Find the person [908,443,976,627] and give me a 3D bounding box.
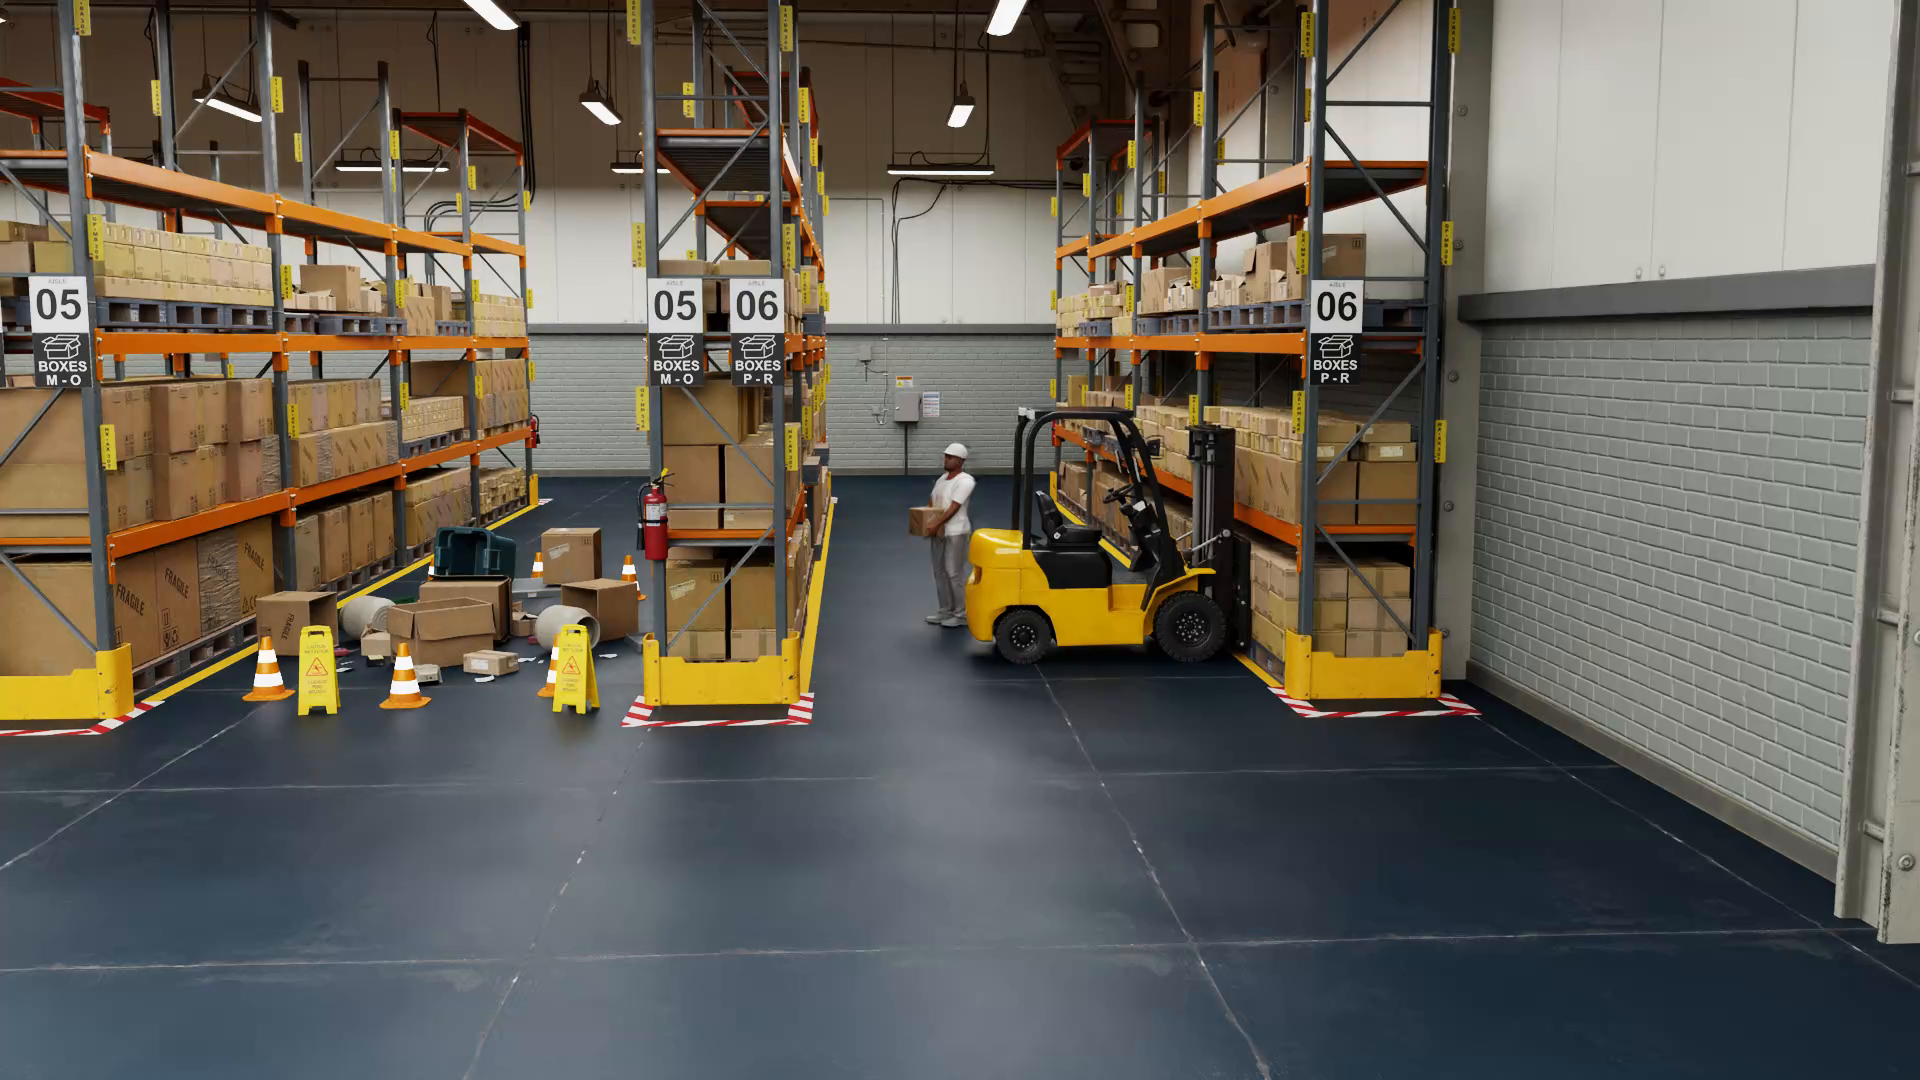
[{"bbox_3d":[-0.176,-0.050,16.058,0.575,1.767,0.510,-4,8,-31],"label":"person"}]
